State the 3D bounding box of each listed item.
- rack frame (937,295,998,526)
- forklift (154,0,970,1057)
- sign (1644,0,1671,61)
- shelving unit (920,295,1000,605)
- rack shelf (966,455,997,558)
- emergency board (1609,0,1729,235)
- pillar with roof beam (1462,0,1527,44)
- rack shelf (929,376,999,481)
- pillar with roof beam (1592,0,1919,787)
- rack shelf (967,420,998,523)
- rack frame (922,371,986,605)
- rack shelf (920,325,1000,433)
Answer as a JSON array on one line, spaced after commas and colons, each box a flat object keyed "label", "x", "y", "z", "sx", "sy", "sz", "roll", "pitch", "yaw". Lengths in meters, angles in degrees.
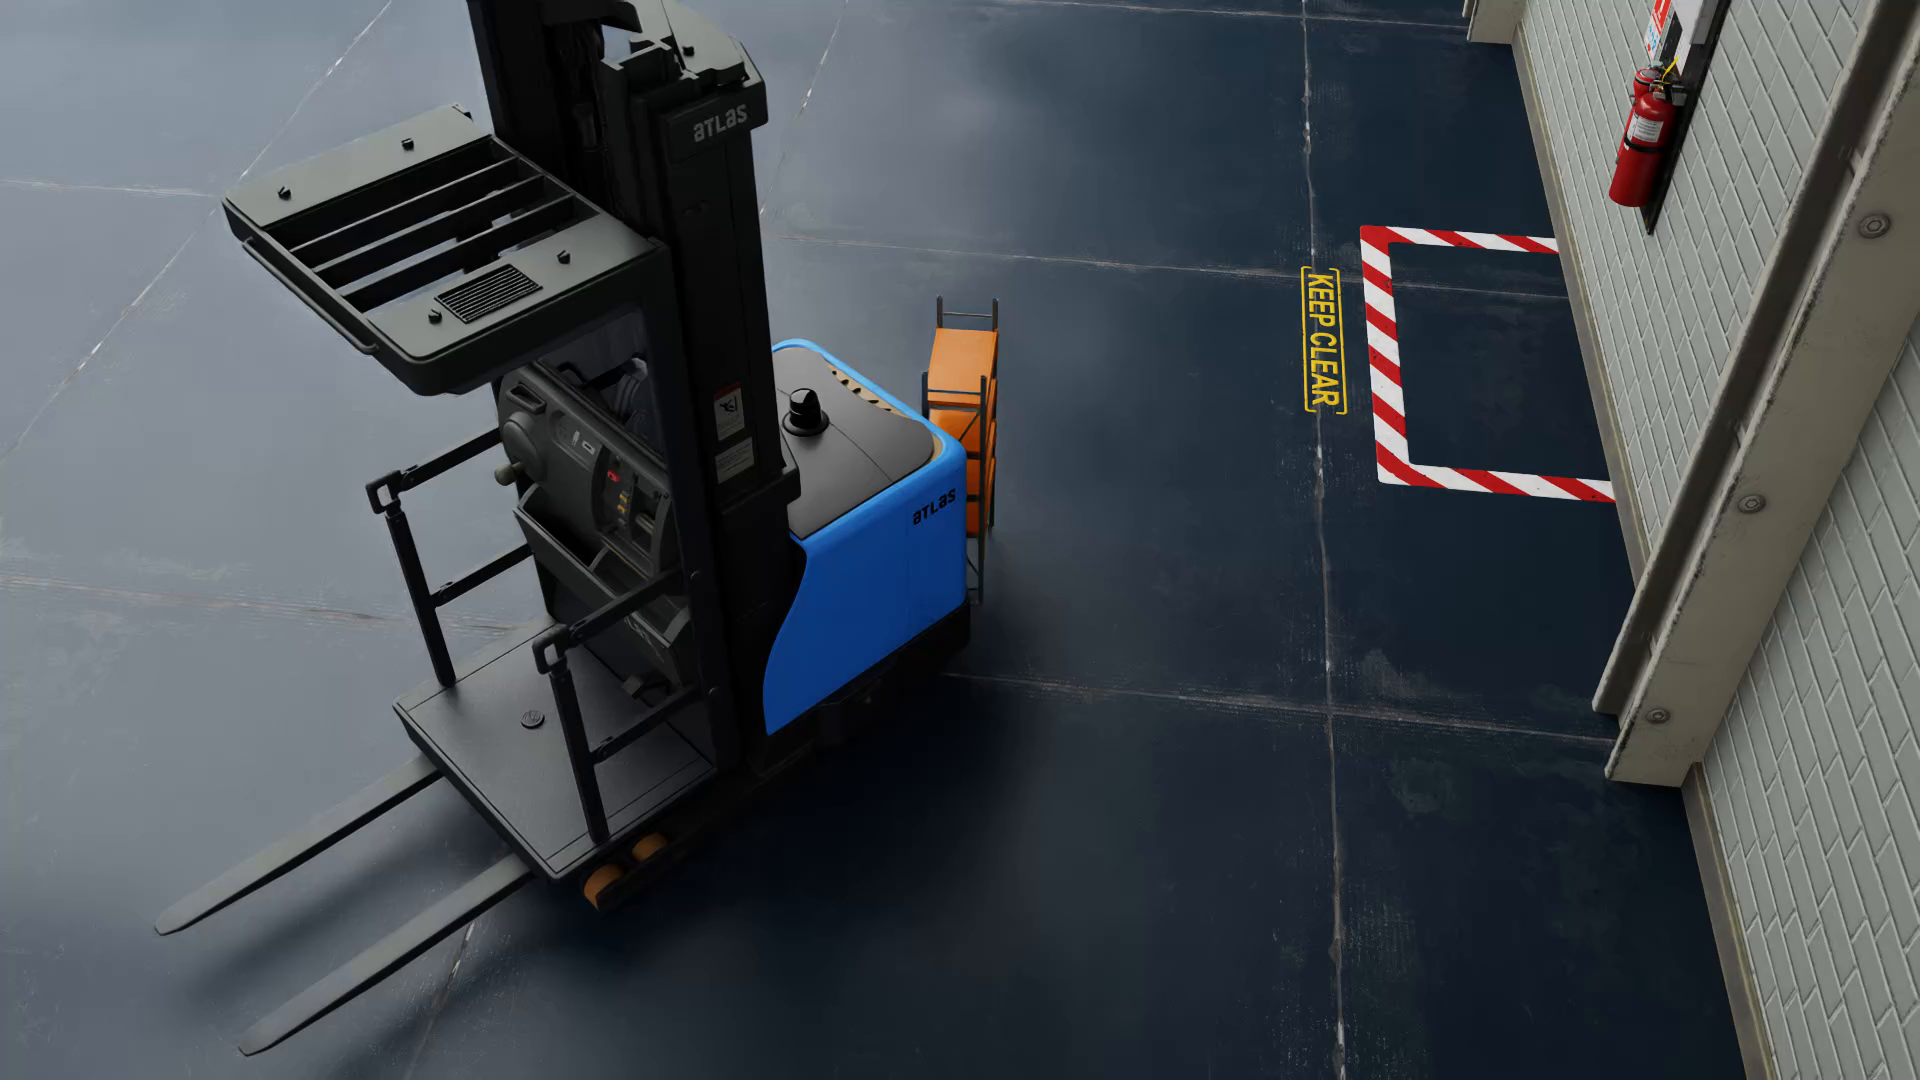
[{"label": "rack frame", "x": 0.029, "y": -0.511, "z": 6.917, "sx": 0.240, "sy": 1.200, "sz": 0.015, "roll": 4, "pitch": 44, "yaw": 4}, {"label": "forklift", "x": -1.375, "y": -0.165, "z": 5.293, "sx": 3.031, "sy": 2.935, "sz": 1.130, "roll": -33, "pitch": 53, "yaw": -30}, {"label": "sign", "x": 3.166, "y": -2.365, "z": 7.541, "sx": 0.001, "sy": 0.329, "sz": 0.234, "roll": 5, "pitch": 44, "yaw": 6}, {"label": "shelving unit", "x": 0.003, "y": -0.344, "z": 6.741, "sx": 0.258, "sy": 1.200, "sz": 0.503, "roll": 4, "pitch": 44, "yaw": 4}, {"label": "rack shelf", "x": 0.003, "y": -0.151, "z": 6.924, "sx": 0.258, "sy": 0.148, "sz": 0.480, "roll": 4, "pitch": 44, "yaw": 4}, {"label": "emergency board", "x": 2.990, "y": -1.985, "z": 7.165, "sx": 0.194, "sy": 1.169, "sz": 0.643, "roll": 5, "pitch": 44, "yaw": 6}, {"label": "pillar with roof beam", "x": -0.848, "y": -6.963, "z": 8.059, "sx": 9.100, "sy": 9.000, "sz": 0.400, "roll": 5, "pitch": 44, "yaw": 6}, {"label": "rack shelf", "x": 0.003, "y": -0.458, "z": 6.633, "sx": 0.258, "sy": 0.148, "sz": 0.480, "roll": 4, "pitch": 44, "yaw": 4}, {"label": "pillar with roof beam", "x": -1.641, "y": -2.874, "z": 3.740, "sx": 9.100, "sy": 9.000, "sz": 0.400, "roll": 5, "pitch": 44, "yaw": 6}, {"label": "rack shelf", "x": 0.003, "y": -0.295, "z": 6.787, "sx": 0.258, "sy": 0.148, "sz": 0.480, "roll": 4, "pitch": 44, "yaw": 4}, {"label": "rack frame", "x": -0.022, "y": -0.177, "z": 6.565, "sx": 0.240, "sy": 1.200, "sz": 0.015, "roll": 4, "pitch": 44, "yaw": 4}, {"label": "rack shelf", "x": 0.003, "y": -0.629, "z": 6.471, "sx": 0.258, "sy": 0.148, "sz": 0.480, "roll": 4, "pitch": 44, "yaw": 4}]
